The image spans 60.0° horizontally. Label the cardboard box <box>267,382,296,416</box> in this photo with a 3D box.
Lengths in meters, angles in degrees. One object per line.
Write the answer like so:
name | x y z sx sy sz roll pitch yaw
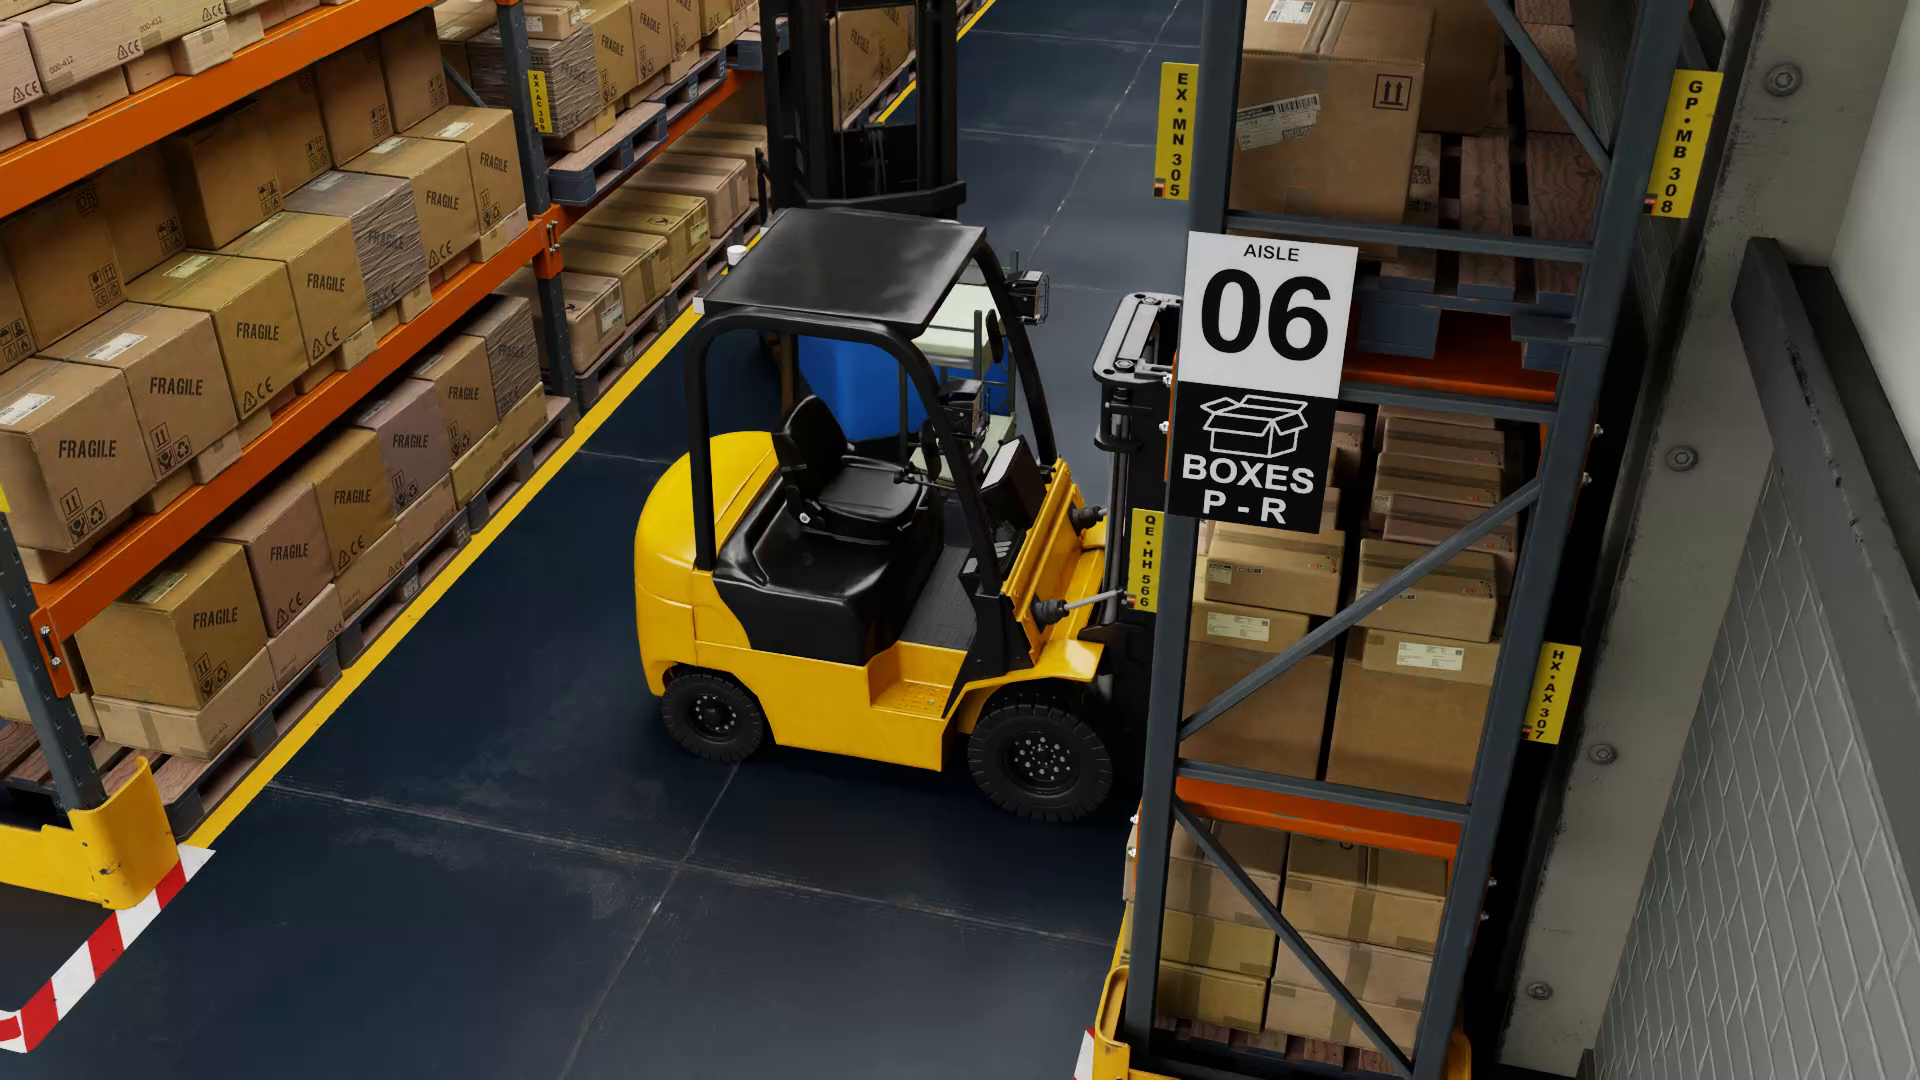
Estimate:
cardboard box | -3.132 -0.656 7.220 0.380 0.149 0.250 9 34 14

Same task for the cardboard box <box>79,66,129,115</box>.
cardboard box | -3.248 -1.646 5.981 0.380 0.149 0.250 8 33 12

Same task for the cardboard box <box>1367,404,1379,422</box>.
cardboard box | 1.801 -0.328 6.377 0.500 0.500 0.500 9 33 13

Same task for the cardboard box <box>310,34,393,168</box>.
cardboard box | -3.223 -2.149 8.033 0.700 0.500 0.500 8 33 13

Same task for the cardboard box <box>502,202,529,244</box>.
cardboard box | -2.538 -1.706 8.872 0.380 0.149 0.250 8 33 12

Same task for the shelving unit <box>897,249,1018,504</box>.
shelving unit | -0.002 -0.629 8.342 0.431 1.500 0.755 8 33 12

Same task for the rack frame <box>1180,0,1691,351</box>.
rack frame | 1.036 -1.803 3.198 1.000 3.000 0.127 8 33 12

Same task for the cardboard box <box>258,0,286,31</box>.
cardboard box | -3.021 -2.186 6.831 0.380 0.149 0.250 8 33 12

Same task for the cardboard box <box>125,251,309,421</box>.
cardboard box | -3.121 -0.854 6.928 0.500 0.500 0.500 7 33 11

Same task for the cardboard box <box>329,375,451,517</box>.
cardboard box | -2.897 -0.481 8.184 0.500 0.500 0.500 10 34 15

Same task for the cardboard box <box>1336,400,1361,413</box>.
cardboard box | 1.305 -0.591 6.186 0.380 0.149 0.250 8 33 12

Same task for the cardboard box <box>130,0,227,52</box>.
cardboard box | -3.136 -2.029 6.213 0.500 0.250 0.500 9 34 14

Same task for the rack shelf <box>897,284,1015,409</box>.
rack shelf | -0.002 -0.959 8.133 0.431 0.370 0.720 8 33 12

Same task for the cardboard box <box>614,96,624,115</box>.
cardboard box | -2.235 -2.621 9.920 0.380 0.149 0.250 10 34 15

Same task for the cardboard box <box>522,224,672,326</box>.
cardboard box | -2.441 -1.735 10.741 0.950 0.372 0.625 10 34 15

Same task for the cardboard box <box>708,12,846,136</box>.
cardboard box | -1.480 -3.724 13.401 0.875 0.875 0.875 8 33 12

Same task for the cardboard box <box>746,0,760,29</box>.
cardboard box | -1.610 -3.680 11.585 0.380 0.149 0.250 8 33 12

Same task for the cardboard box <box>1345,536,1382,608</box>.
cardboard box | 1.374 0.136 5.043 0.380 0.149 0.250 8 33 12

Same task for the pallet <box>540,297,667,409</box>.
pallet | -2.555 -1.248 10.516 1.003 0.211 1.213 8 33 12

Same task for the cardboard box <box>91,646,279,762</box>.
cardboard box | -3.294 0.657 7.092 0.500 0.250 0.500 8 33 12

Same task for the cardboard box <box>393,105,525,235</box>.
cardboard box | -2.623 -1.924 8.610 0.500 0.500 0.500 7 33 11

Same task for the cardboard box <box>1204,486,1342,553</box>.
cardboard box | 0.956 -0.059 5.072 0.380 0.149 0.250 8 33 12

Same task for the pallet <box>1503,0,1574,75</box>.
pallet | 1.860 -2.129 6.590 1.003 0.211 1.213 8 33 12

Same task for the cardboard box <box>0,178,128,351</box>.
cardboard box | -3.712 -1.091 6.368 0.700 0.500 0.500 8 33 13

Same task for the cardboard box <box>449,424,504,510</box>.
cardboard box | -2.766 -0.416 8.781 0.500 0.250 0.500 7 33 11

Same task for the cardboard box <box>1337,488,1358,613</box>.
cardboard box | 1.048 0.128 5.660 0.500 0.500 0.500 9 34 14

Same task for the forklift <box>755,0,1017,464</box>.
forklift | -0.635 -2.349 9.713 1.130 2.935 3.031 -10 34 -16

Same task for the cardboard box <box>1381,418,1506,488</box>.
cardboard box | 1.558 -0.254 5.379 0.380 0.149 0.250 8 33 13

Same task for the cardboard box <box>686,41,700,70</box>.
cardboard box | -1.908 -3.151 10.753 0.380 0.149 0.250 7 33 11

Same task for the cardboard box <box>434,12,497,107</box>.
cardboard box | -2.856 -2.637 9.339 0.500 0.500 0.500 7 33 11

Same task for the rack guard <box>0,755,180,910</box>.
rack guard | -3.747 1.071 6.600 1.175 0.500 0.348 8 33 12

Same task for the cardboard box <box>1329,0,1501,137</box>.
cardboard box | 1.269 -1.579 5.064 0.700 0.500 0.500 8 33 13

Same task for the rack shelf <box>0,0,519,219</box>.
rack shelf | -3.259 -1.945 6.888 1.077 0.370 4.000 8 33 12

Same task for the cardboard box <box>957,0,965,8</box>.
cardboard box | -0.458 -5.579 16.727 0.875 0.438 0.875 8 33 12

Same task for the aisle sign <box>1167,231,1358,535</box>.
aisle sign | 0.735 -0.374 4.119 0.394 0.787 0.004 8 33 12

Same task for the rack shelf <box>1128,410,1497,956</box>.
rack shelf | 1.544 -0.005 6.633 1.077 0.370 4.000 8 33 12

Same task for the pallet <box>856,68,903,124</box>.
pallet | -1.151 -3.949 14.766 1.003 0.211 1.213 8 33 12

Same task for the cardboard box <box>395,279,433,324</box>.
cardboard box | -2.792 -1.179 8.042 0.380 0.149 0.250 8 33 12

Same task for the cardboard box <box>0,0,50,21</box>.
cardboard box | -3.307 -1.852 5.562 0.380 0.149 0.250 8 33 12

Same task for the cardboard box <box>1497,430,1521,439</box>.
cardboard box | 1.768 -0.385 5.862 0.380 0.149 0.250 9 34 14

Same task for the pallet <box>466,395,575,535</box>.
pallet | -2.887 -0.490 9.325 1.003 0.211 1.213 8 33 12

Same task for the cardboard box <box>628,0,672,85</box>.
cardboard box | -2.089 -3.084 10.044 0.500 0.500 0.500 8 33 12

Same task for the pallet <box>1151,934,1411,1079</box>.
pallet | 1.190 1.503 6.189 1.003 0.211 1.213 8 33 12

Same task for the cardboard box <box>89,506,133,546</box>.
cardboard box | -3.429 -0.120 6.377 0.380 0.149 0.250 9 33 13

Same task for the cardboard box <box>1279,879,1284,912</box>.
cardboard box | 0.985 1.169 6.287 0.500 0.250 0.500 8 33 12

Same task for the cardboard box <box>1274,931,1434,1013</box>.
cardboard box | 1.356 1.285 5.638 0.500 0.250 0.500 9 33 13

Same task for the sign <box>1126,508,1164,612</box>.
sign | 0.515 0.059 4.561 0.100 0.325 0.005 8 33 12
